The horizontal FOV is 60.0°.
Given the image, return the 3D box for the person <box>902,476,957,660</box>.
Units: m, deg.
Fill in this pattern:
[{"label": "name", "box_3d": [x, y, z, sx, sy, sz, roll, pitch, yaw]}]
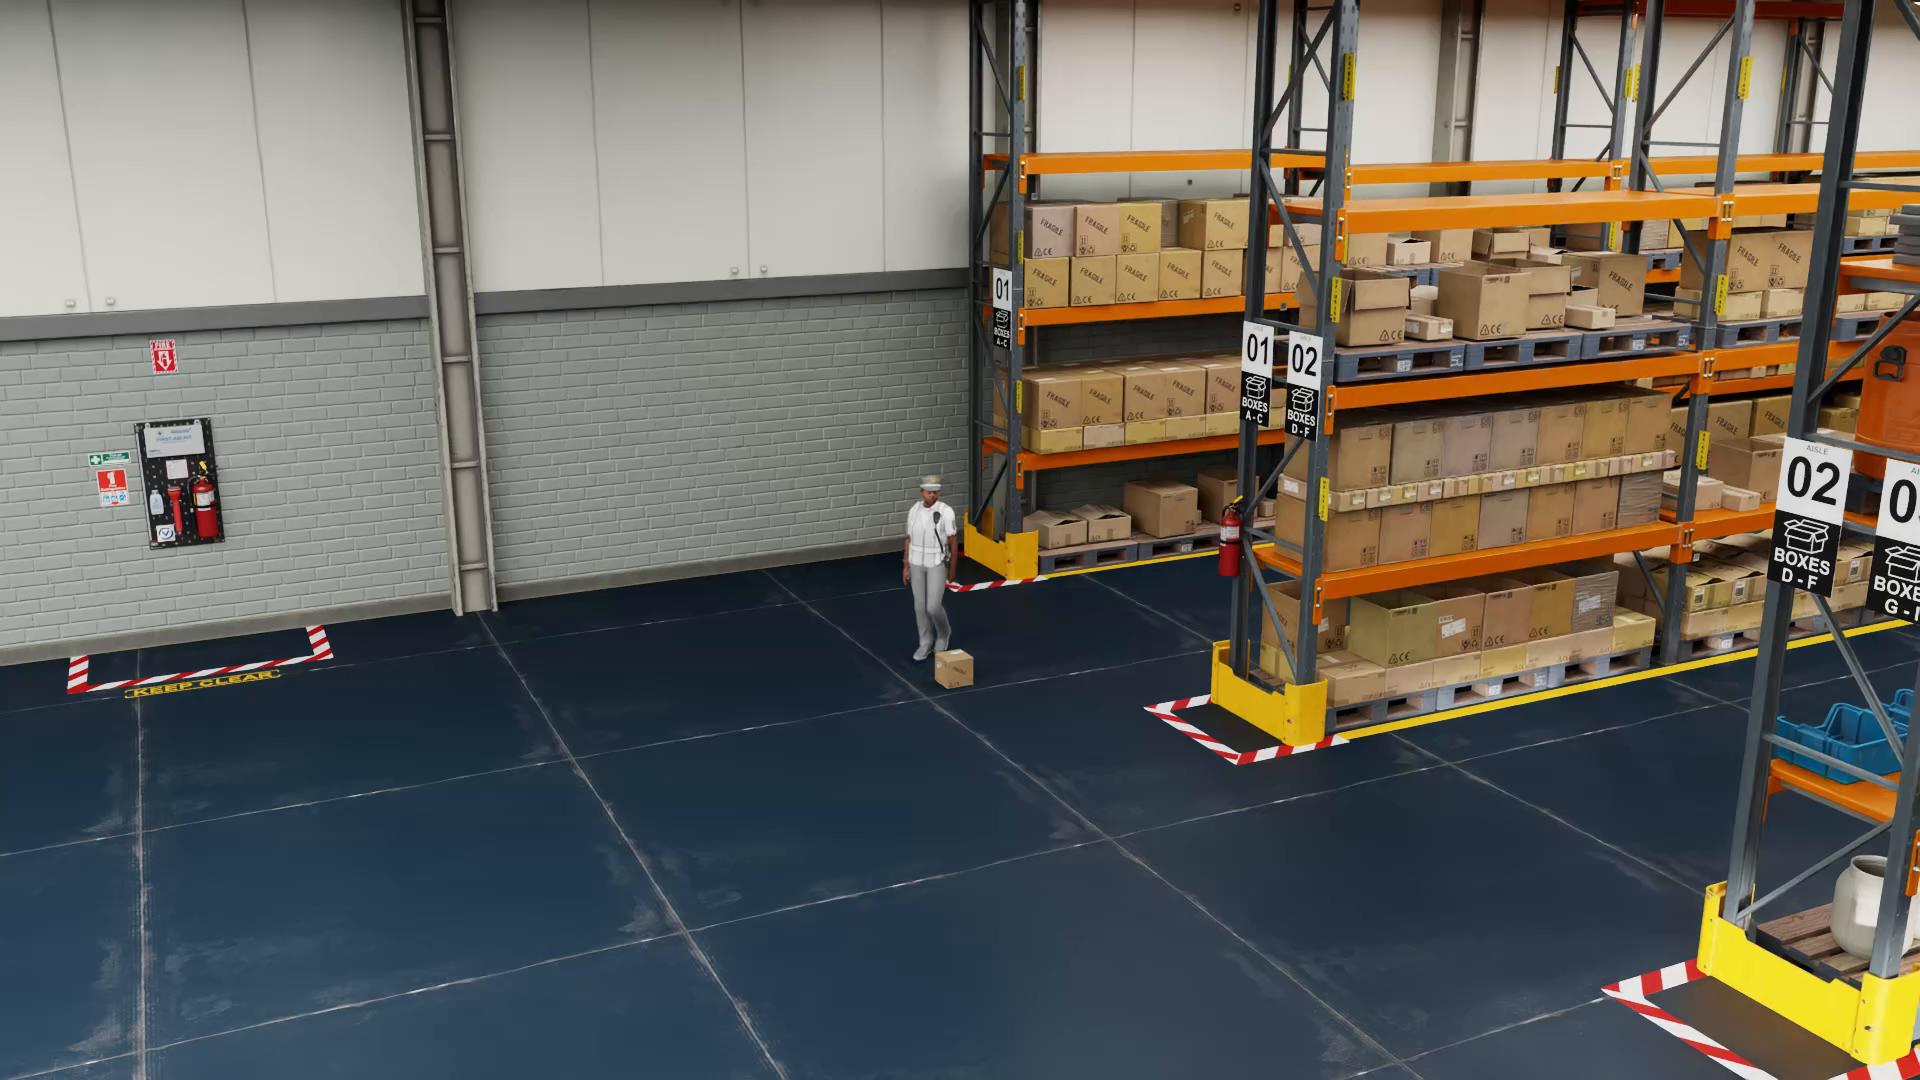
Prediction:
[{"label": "person", "box_3d": [-0.281, 0.245, 14.768, 0.456, 1.688, 0.439, 7, 17, 23]}]
